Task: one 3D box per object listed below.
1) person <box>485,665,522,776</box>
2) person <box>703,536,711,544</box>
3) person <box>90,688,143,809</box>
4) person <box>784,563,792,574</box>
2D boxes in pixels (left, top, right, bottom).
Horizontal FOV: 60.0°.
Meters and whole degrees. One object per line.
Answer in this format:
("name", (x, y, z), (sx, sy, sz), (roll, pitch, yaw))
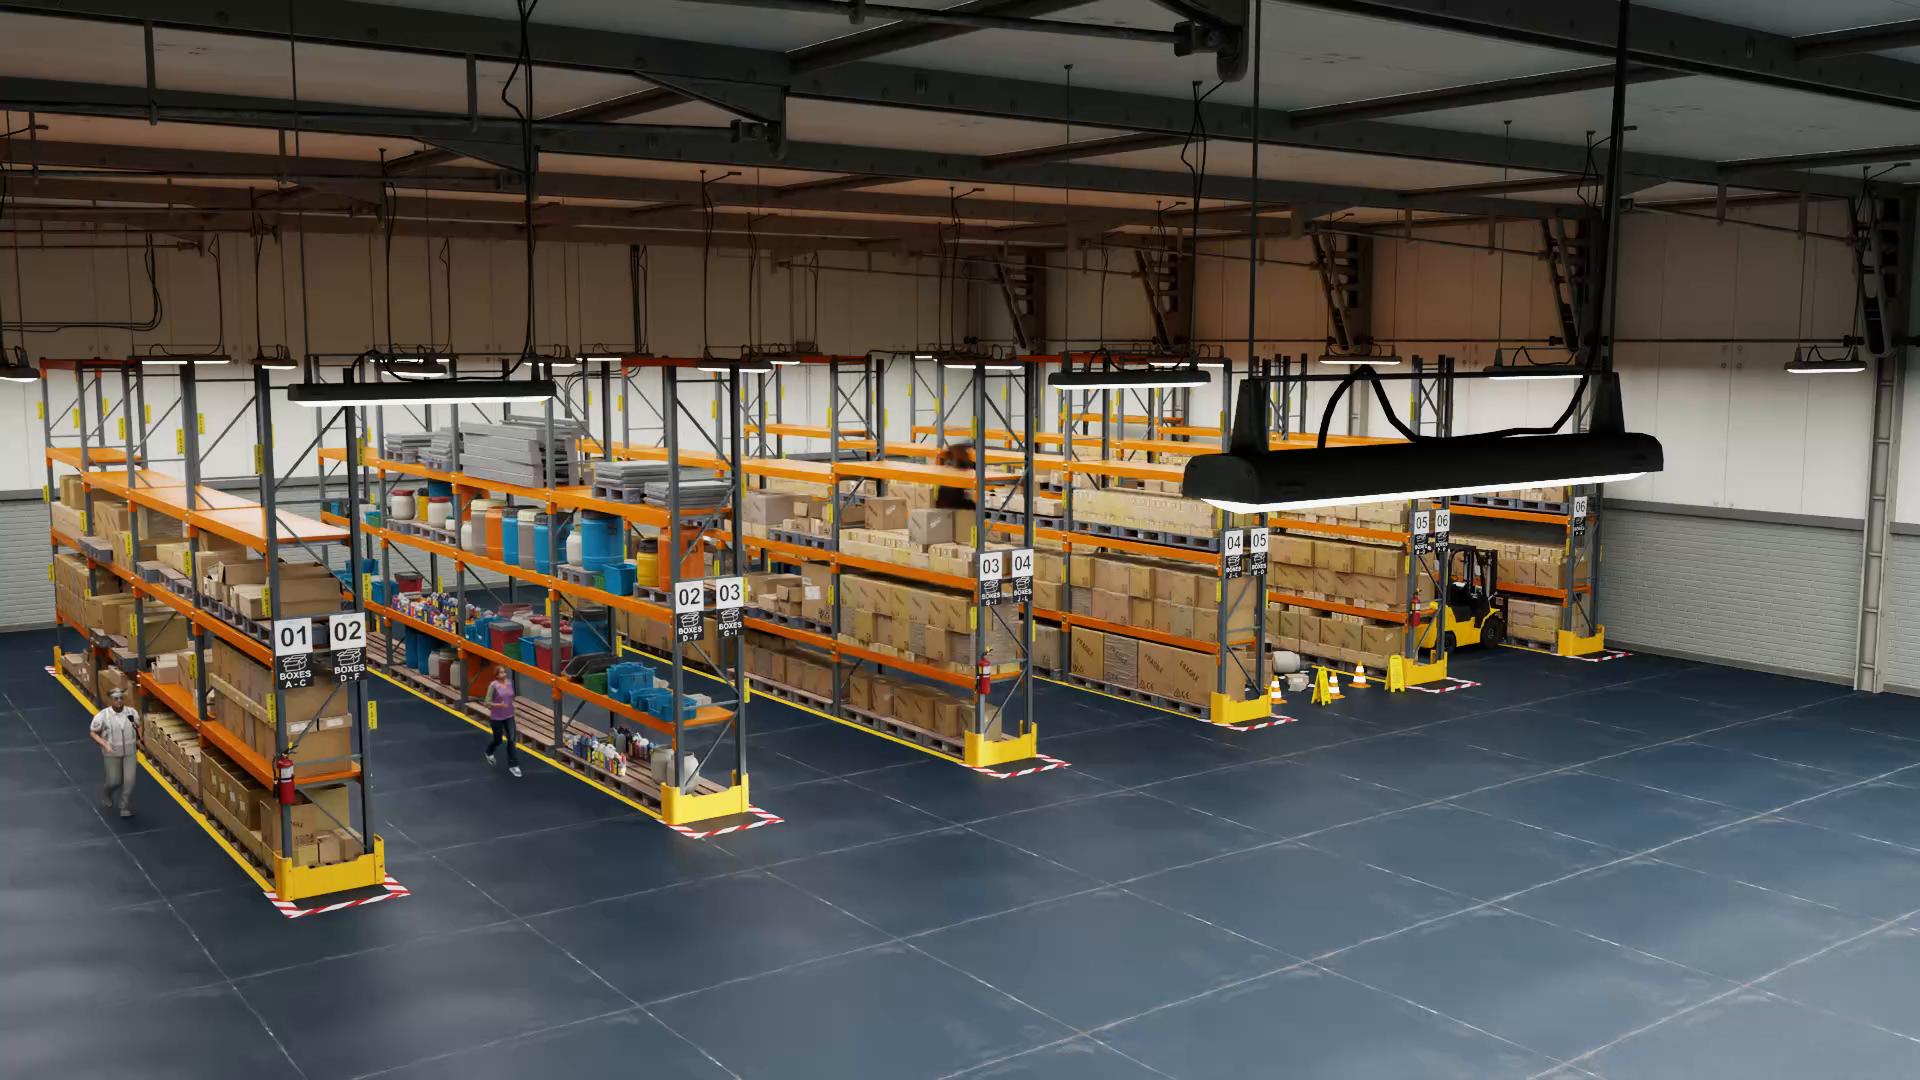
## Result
("person", (-6.694, 2.607, 24.292), (0.537, 1.596, 0.878), (-6, 9, -43))
("person", (-6.153, 0.749, 39.530), (0.835, 1.731, 0.834), (-1, 7, -8))
("person", (-11.202, 2.770, 22.160), (0.649, 1.654, 0.542), (-6, 9, -43))
("person", (-4.383, 0.523, 41.953), (0.797, 1.617, 0.708), (2, 7, 17))
